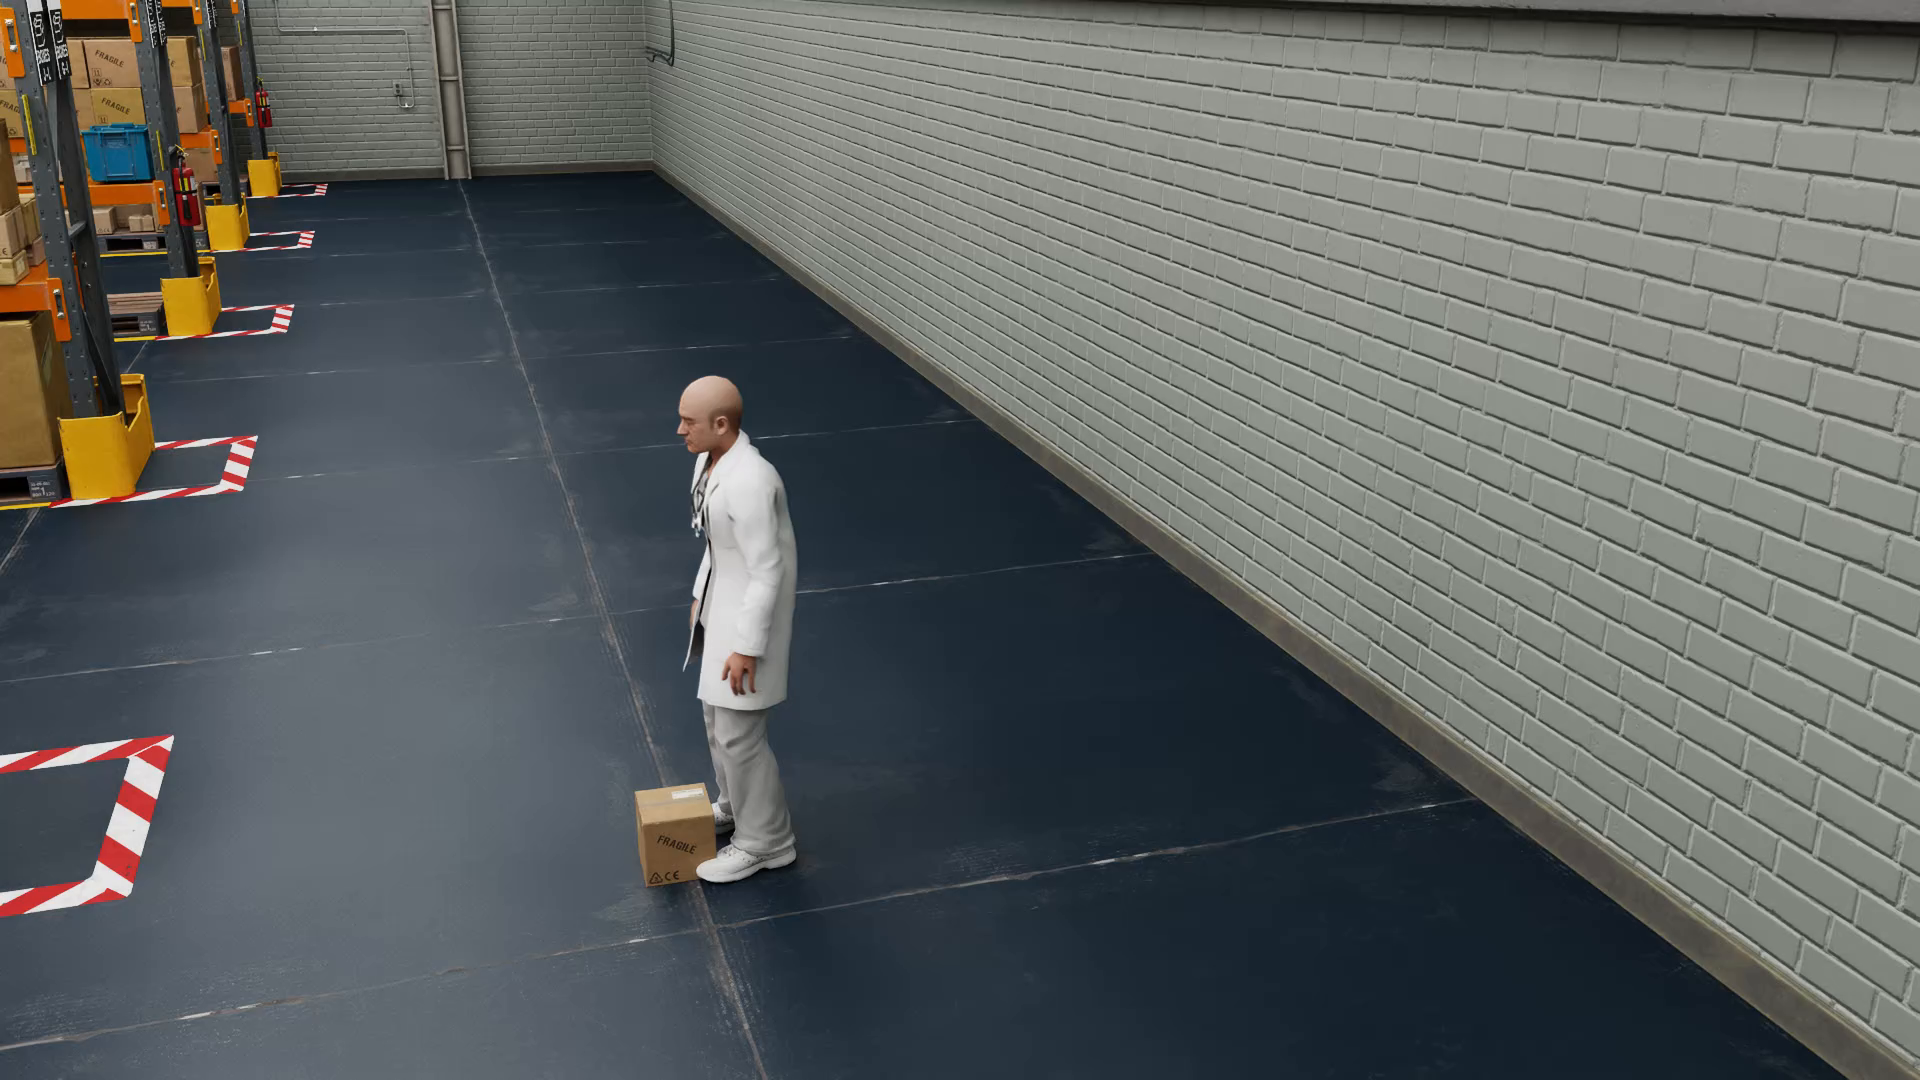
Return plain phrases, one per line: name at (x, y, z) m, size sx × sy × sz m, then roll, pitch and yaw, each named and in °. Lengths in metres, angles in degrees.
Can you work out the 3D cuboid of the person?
person at (-0.772, 0.297, 5.722) m, size 0.417 × 1.774 × 0.656 m, roll -7°, pitch 20°, yaw -19°
